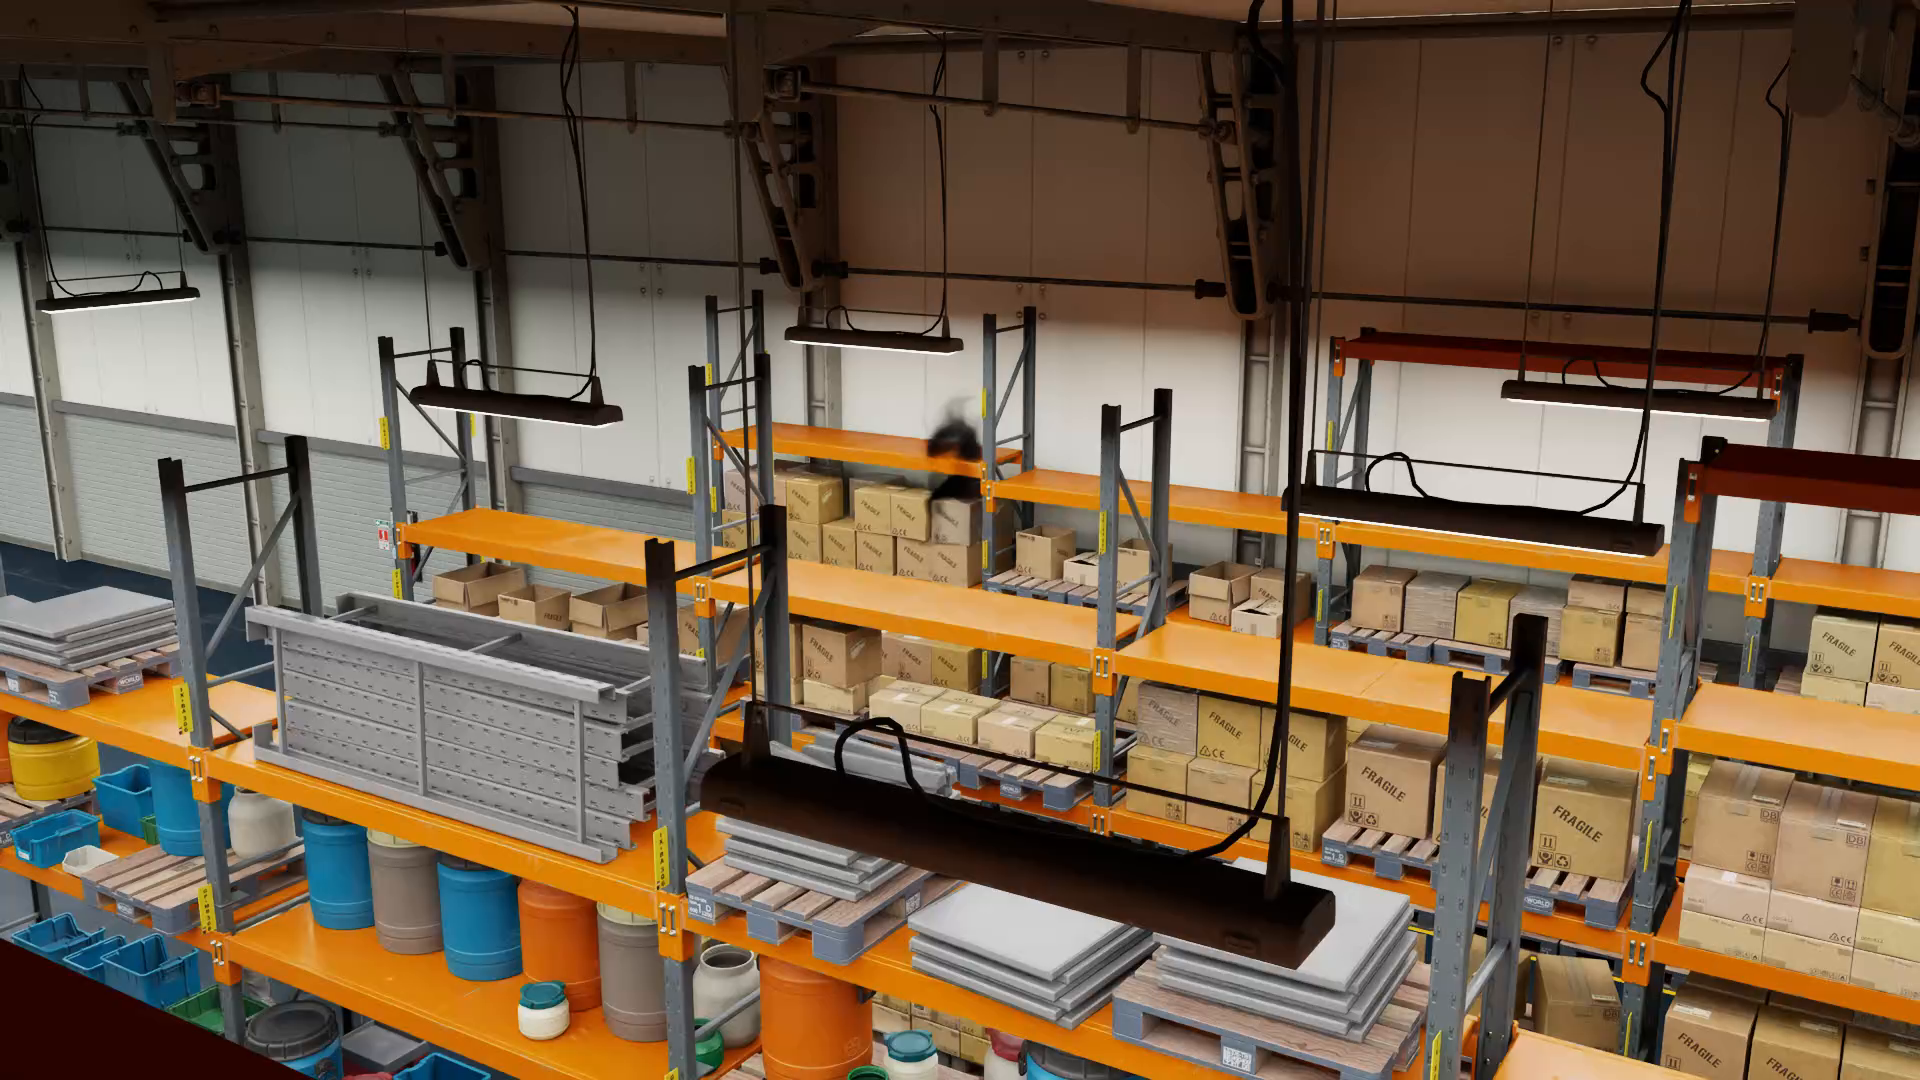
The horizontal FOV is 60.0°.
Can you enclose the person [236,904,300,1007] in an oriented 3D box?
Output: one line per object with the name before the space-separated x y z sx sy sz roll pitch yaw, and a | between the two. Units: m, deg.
person | -6.223 3.661 14.750 0.791 1.828 0.633 8 16 31
